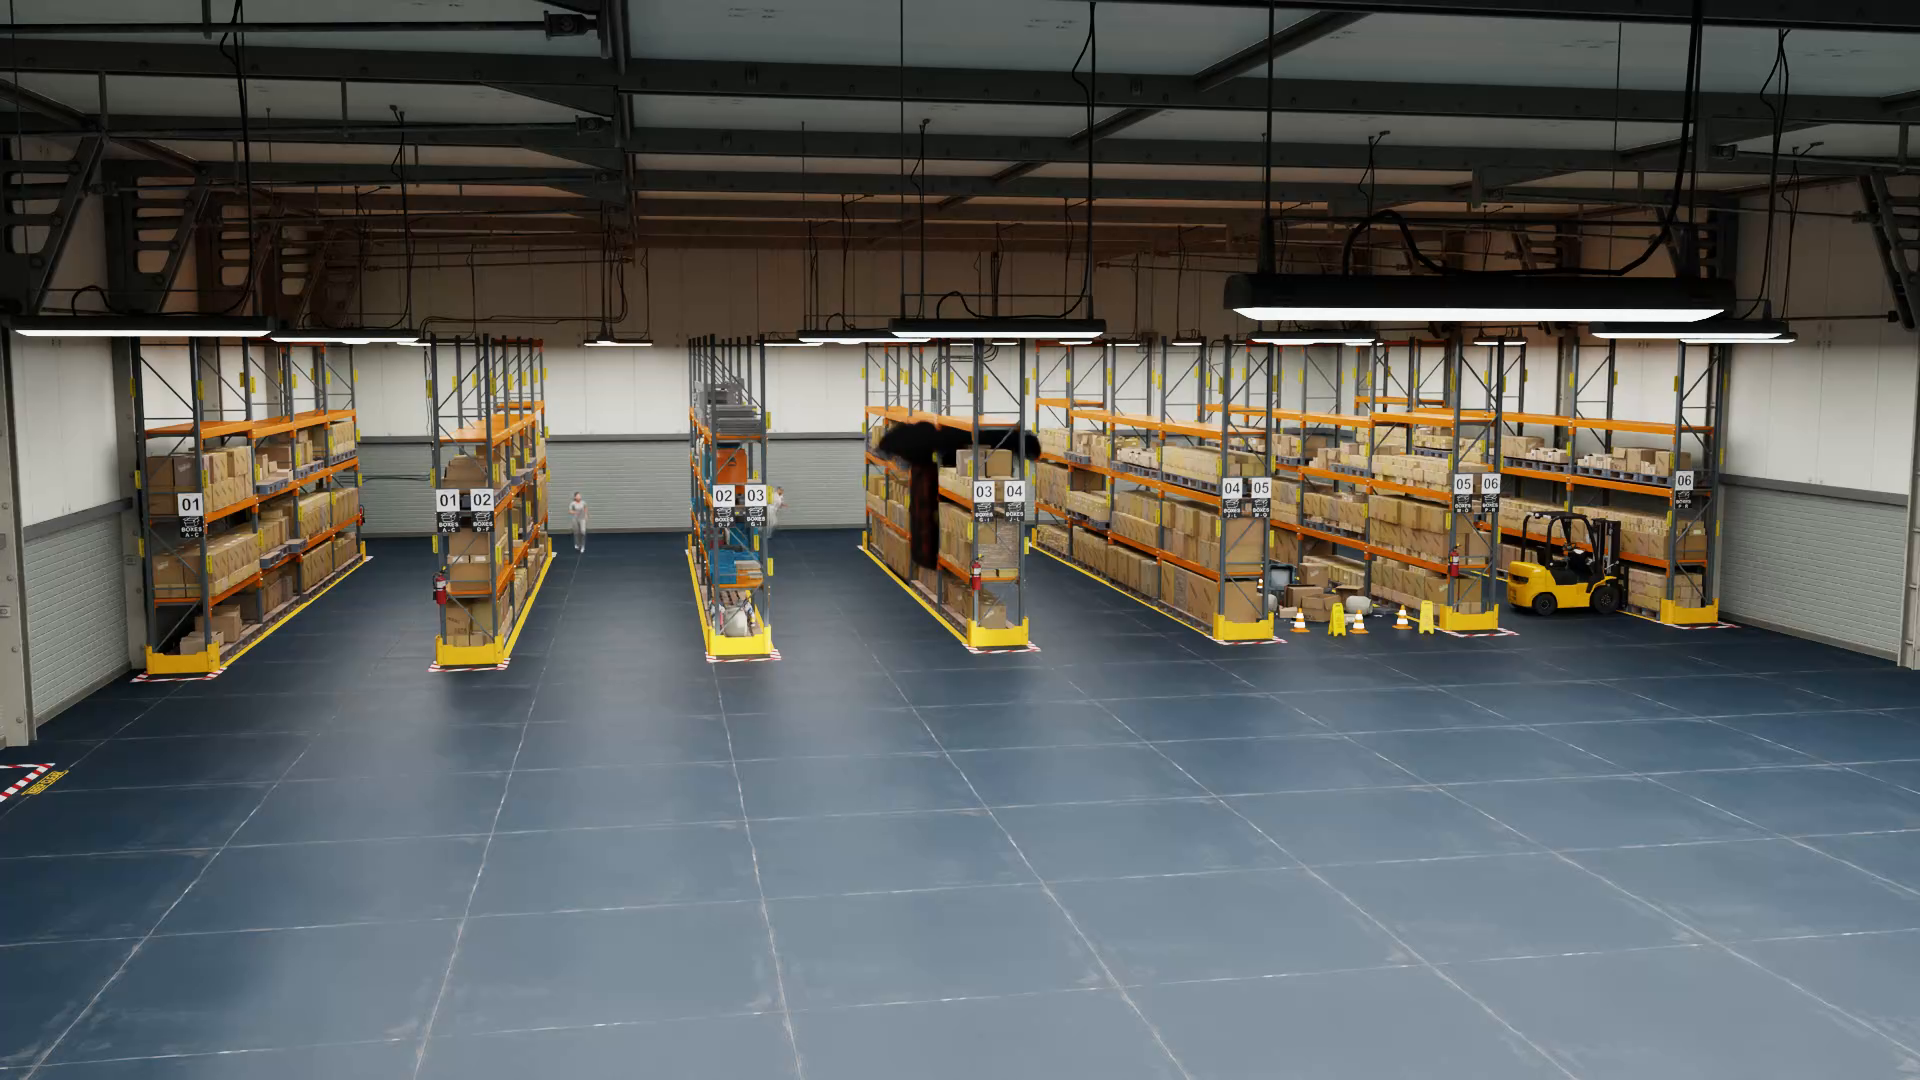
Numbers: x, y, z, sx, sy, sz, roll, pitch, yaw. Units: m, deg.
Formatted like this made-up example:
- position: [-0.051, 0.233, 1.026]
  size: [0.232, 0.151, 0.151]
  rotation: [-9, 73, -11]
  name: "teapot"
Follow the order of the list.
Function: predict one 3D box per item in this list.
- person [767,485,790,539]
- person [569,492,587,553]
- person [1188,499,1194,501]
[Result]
- position: [-5.607, -0.844, 50.416]
  size: [0.926, 1.644, 0.693]
  rotation: [3, 7, 25]
  name: "person"
- position: [-10.805, -0.504, 47.115]
  size: [0.523, 1.719, 0.839]
  rotation: [-2, 7, -20]
  name: "person"
- position: [6.320, -0.242, 44.964]
  size: [0.665, 1.697, 0.989]
  rotation: [-4, 8, -33]
  name: "person"
